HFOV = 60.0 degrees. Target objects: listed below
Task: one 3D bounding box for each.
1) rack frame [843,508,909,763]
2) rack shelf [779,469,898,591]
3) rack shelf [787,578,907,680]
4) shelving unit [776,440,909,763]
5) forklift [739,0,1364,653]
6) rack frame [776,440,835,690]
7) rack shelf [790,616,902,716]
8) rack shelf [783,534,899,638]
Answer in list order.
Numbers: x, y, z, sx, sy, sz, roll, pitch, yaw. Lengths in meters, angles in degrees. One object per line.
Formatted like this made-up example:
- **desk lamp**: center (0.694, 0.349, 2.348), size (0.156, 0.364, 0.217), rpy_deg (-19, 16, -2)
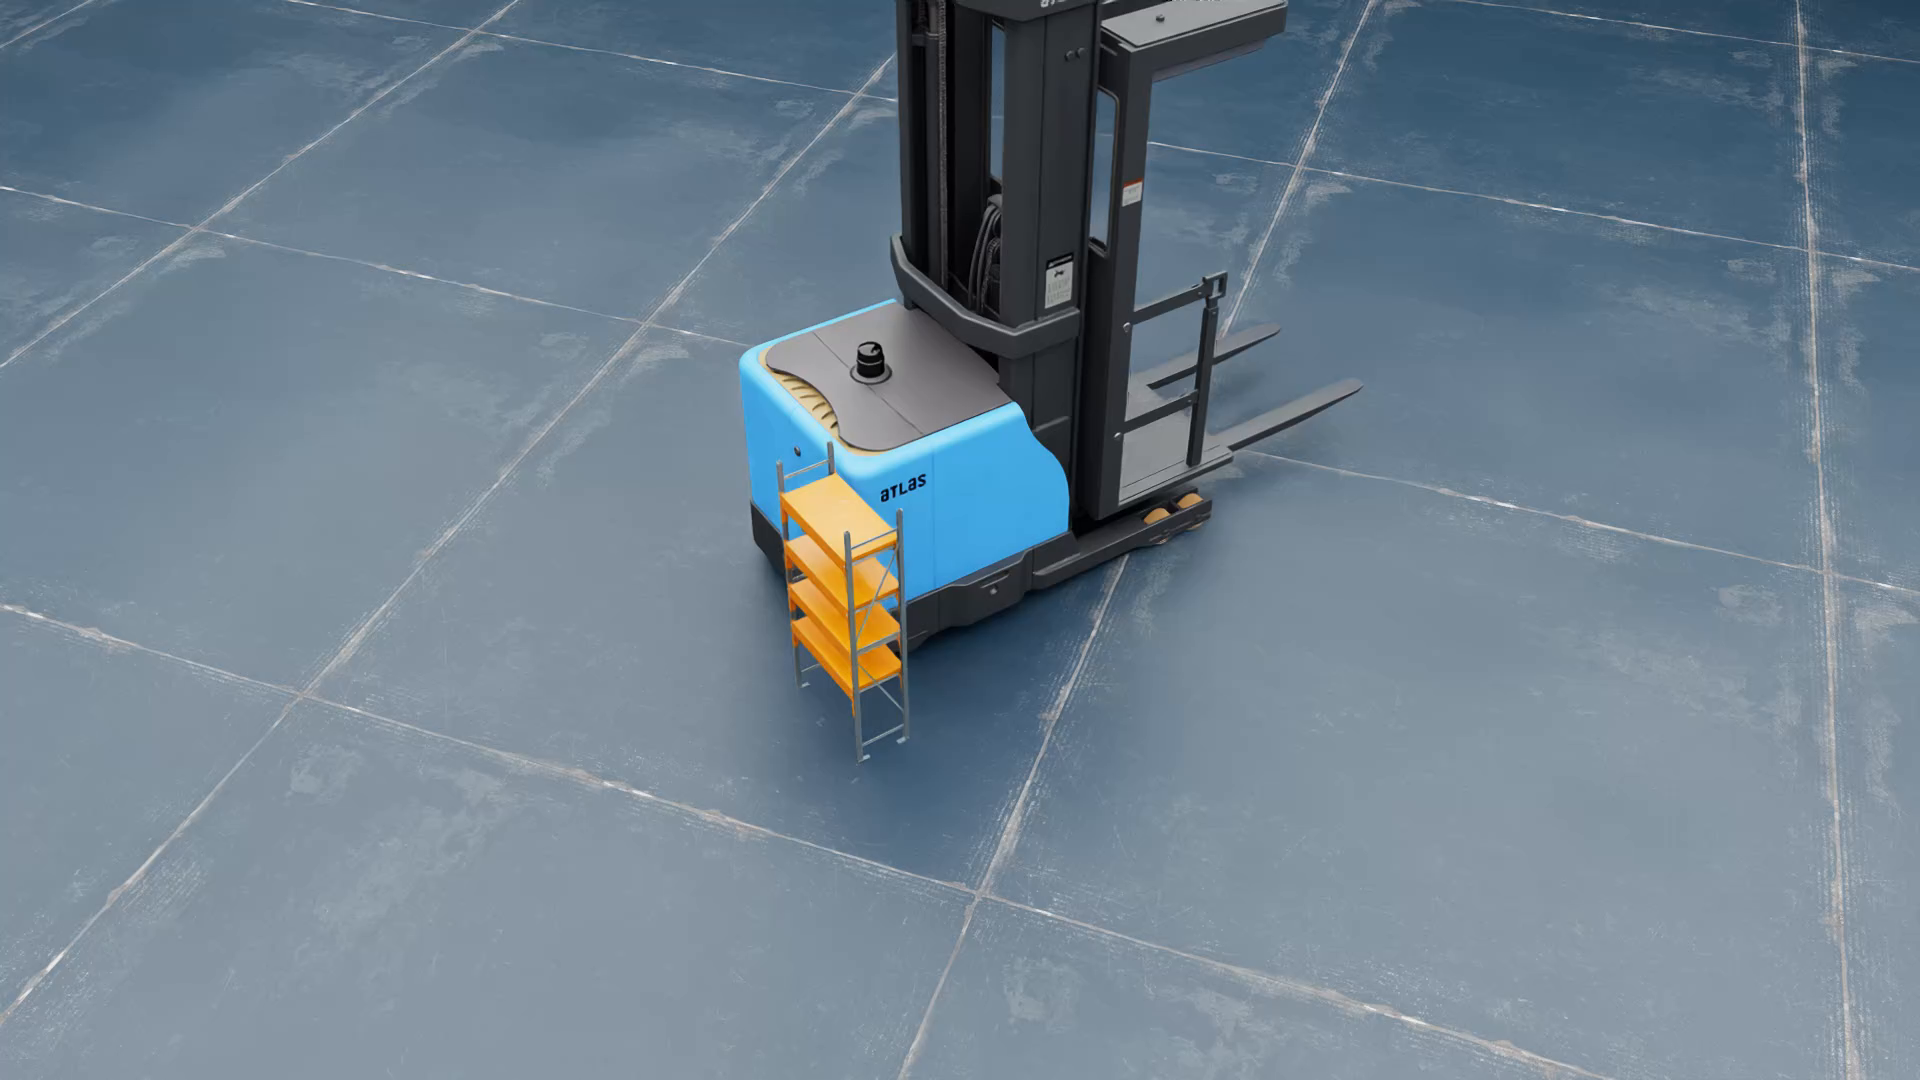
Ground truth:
- **rack frame**: center (-0.310, 0.389, 6.323), size (0.240, 1.200, 0.015), rpy_deg (-24, 46, -25)
- **rack shelf**: center (-0.446, -0.041, 6.222), size (0.258, 0.148, 0.480), rpy_deg (-24, 46, -25)
- **rack shelf**: center (-0.446, 0.309, 6.521), size (0.258, 0.148, 0.480), rpy_deg (-24, 46, -25)
- **shelving unit**: center (-0.446, 0.258, 6.477), size (0.258, 1.200, 0.503), rpy_deg (-24, 46, -25)
- **forklift**: center (0.567, -1.358, 7.037), size (3.031, 2.935, 1.130), rpy_deg (-23, 46, -25)
- **rack frame**: center (-0.583, 0.126, 6.631), size (0.240, 1.200, 0.015), rpy_deg (-24, 46, -25)
- **rack shelf**: center (-0.446, 0.460, 6.650), size (0.258, 0.148, 0.480), rpy_deg (-24, 46, -25)
- **rack shelf**: center (-0.446, 0.139, 6.376), size (0.258, 0.148, 0.480), rpy_deg (-24, 46, -25)
